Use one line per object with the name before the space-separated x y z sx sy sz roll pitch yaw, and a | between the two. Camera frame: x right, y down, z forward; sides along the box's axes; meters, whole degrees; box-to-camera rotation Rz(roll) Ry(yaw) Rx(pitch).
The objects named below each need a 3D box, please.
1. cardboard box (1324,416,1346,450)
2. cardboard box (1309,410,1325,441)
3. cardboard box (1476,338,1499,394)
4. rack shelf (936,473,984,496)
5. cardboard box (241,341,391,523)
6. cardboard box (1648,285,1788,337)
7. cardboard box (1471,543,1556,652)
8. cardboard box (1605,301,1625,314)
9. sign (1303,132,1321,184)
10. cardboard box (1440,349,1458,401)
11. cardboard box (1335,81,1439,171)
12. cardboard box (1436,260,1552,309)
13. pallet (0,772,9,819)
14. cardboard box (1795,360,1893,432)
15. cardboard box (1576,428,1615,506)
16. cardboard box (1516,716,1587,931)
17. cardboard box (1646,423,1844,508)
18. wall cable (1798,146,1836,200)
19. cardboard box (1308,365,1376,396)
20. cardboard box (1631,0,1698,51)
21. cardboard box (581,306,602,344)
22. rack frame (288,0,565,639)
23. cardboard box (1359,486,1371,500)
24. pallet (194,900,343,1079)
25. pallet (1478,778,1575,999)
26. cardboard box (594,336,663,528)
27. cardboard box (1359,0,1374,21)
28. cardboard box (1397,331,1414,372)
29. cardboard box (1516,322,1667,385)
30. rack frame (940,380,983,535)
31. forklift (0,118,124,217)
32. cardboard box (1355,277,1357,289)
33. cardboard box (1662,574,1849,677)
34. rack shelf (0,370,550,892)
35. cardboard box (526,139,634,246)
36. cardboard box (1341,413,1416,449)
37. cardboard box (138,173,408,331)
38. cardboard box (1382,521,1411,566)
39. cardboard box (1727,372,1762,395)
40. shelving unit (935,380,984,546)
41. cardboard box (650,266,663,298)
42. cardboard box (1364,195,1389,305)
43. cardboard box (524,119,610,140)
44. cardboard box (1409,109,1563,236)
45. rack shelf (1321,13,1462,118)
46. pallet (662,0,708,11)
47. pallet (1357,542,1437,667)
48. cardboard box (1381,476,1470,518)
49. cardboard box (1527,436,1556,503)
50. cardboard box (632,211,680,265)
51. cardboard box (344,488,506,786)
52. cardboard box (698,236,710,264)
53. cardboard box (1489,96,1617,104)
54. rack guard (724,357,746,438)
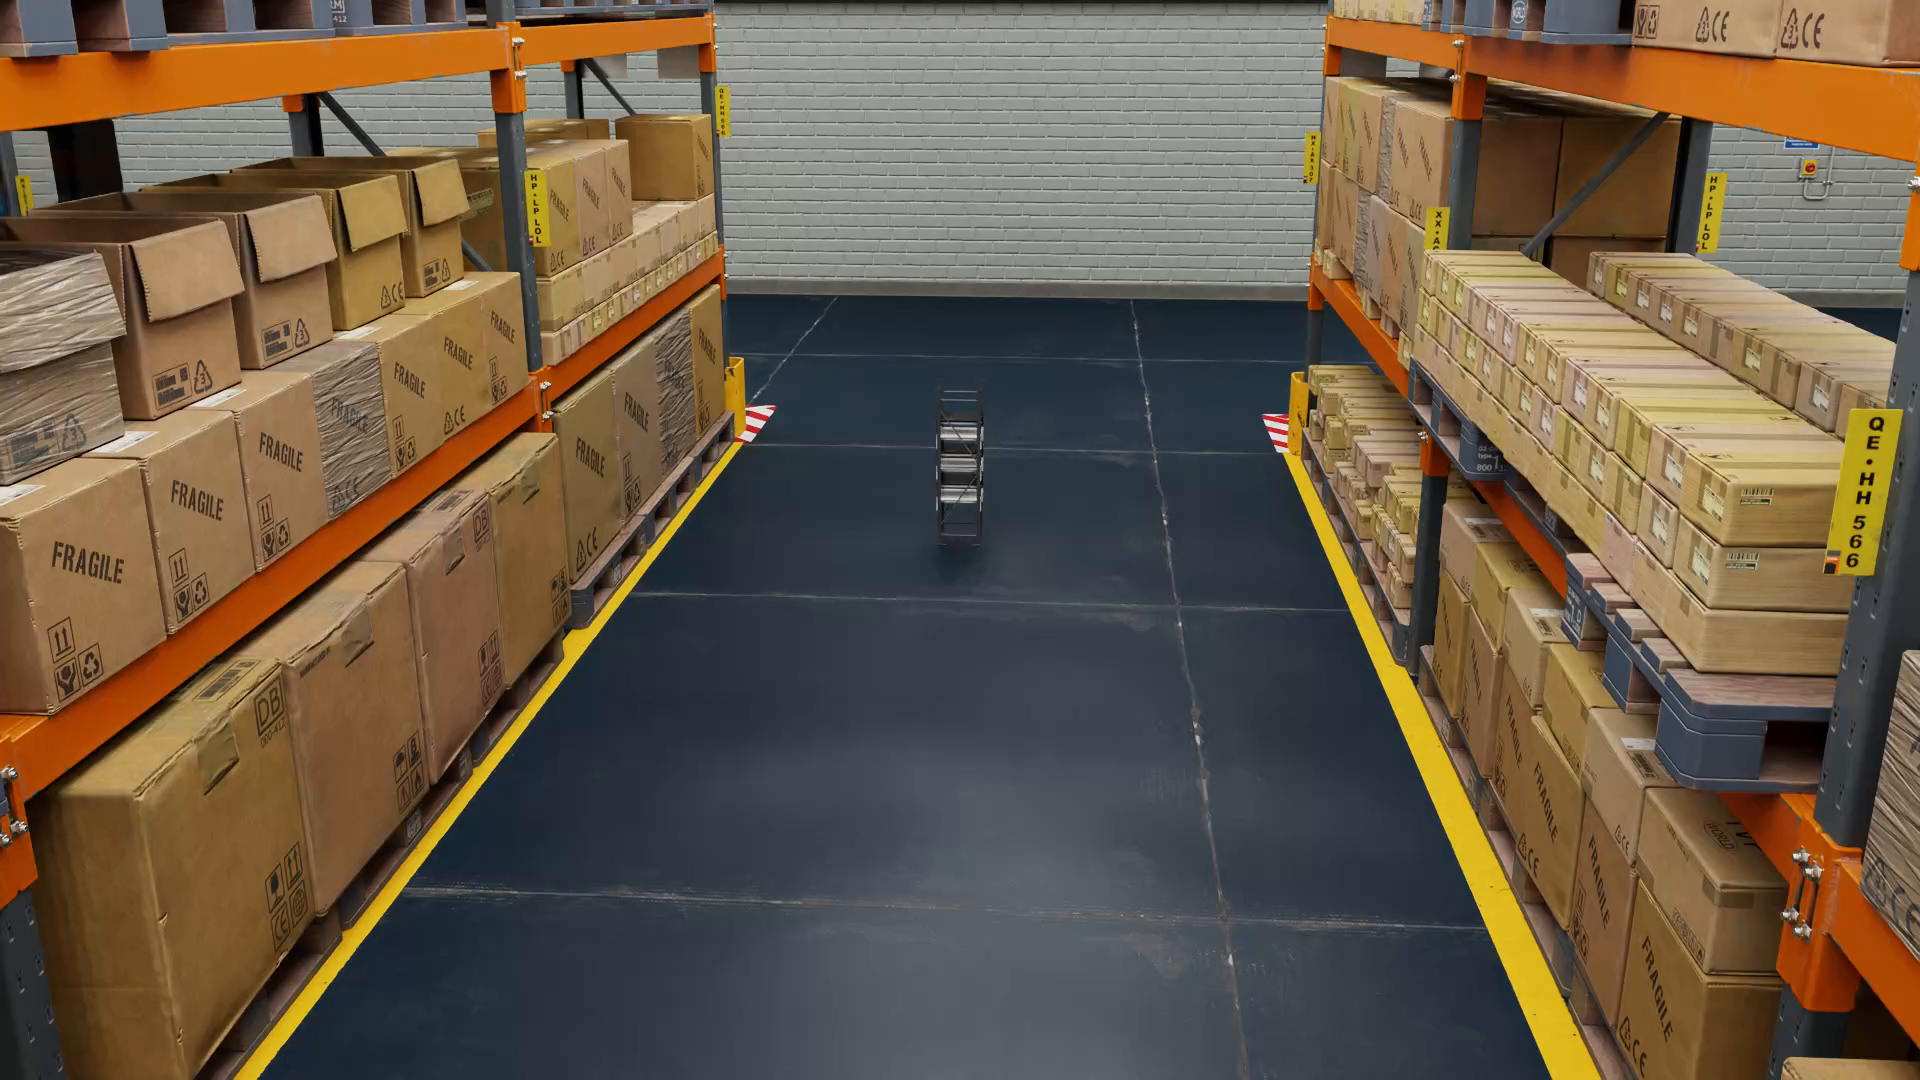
cardboard box | 2.398 -0.641 9.988 0.380 0.149 0.250 2 18 6
cardboard box | 2.467 -0.740 10.768 0.380 0.149 0.250 2 18 5
cardboard box | 1.980 -0.593 5.666 0.380 0.149 0.250 2 18 6
rack shelf | 0.001 -0.313 9.329 0.258 0.077 0.200 1 18 4
cardboard box | -2.278 -0.375 5.591 0.500 0.500 0.500 1 18 4
cardboard box | 2.646 -0.797 5.812 0.380 0.149 0.250 1 18 4
cardboard box | 2.185 0.212 6.093 0.500 0.250 0.500 2 18 5
cardboard box | 2.688 -0.820 6.360 0.380 0.149 0.250 1 18 4
sign | 2.283 -2.474 10.767 0.100 0.325 0.005 1 18 4
cardboard box | 2.014 -0.613 6.205 0.380 0.149 0.250 1 18 4
cardboard box | 2.497 -2.425 9.761 0.500 0.500 0.500 2 18 6
cardboard box | 2.036 -0.973 6.348 0.380 0.149 0.250 2 18 5
pallet | -2.634 0.607 3.063 1.213 0.211 1.003 1 18 4
cardboard box | 2.552 -0.394 4.583 0.380 0.149 0.250 2 18 6
cardboard box | 1.884 -0.194 4.448 0.380 0.149 0.250 1 18 4
cardboard box | 2.099 0.886 5.242 0.500 0.500 0.500 0 18 1
cardboard box | 1.848 -0.170 3.897 0.380 0.149 0.250 1 18 3
wall cable | 8.149 -4.221 15.806 0.585 1.953 0.123 1 18 4
cardboard box | 2.447 -1.023 10.677 0.380 0.149 0.250 0 18 1
cardboard box | 2.101 -1.533 4.306 0.500 0.500 0.500 1 18 4
cardboard box | -2.013 -1.079 8.303 0.380 0.149 0.250 2 18 6
rack frame | -2.403 -0.951 7.507 1.000 3.000 0.127 1 18 4
cardboard box | 2.385 -0.184 9.070 0.380 0.149 0.250 2 18 5
pallet | -2.558 1.374 4.892 1.003 0.211 1.213 1 18 4
pallet | 2.398 1.138 5.610 1.003 0.211 1.213 1 18 4
cardboard box | -2.211 -0.623 9.246 0.875 0.875 0.875 1 18 4
cardboard box | 2.471 -2.948 9.025 0.500 0.250 0.500 1 18 2
cardboard box | 2.234 -0.866 7.651 0.380 0.149 0.250 1 18 2
cardboard box | 1.943 -0.574 5.131 0.380 0.149 0.250 2 18 6
rack frame | 0.008 -0.462 9.387 0.240 0.900 0.006 1 18 4
forklift | -4.987 -1.223 8.450 1.130 2.935 3.031 3 18 8
cardboard box | 2.498 -1.509 9.613 0.380 0.149 0.250 1 18 3
cardboard box | 1.827 0.190 3.755 0.380 0.149 0.250 2 18 5
rack shelf | -2.546 0.012 5.723 1.077 0.370 4.000 1 18 4
cardboard box | -2.038 -1.835 8.764 0.500 0.500 0.500 1 18 2
cardboard box | 2.373 -0.614 9.428 0.380 0.149 0.250 2 18 5
cardboard box | -2.501 -1.063 6.080 0.797 0.503 0.637 1 18 5
cardboard box | 2.250 0.016 7.983 0.380 0.149 0.250 0 18 1
cardboard box | 2.592 -0.417 5.131 0.380 0.149 0.250 2 18 6
shelving unit | 0.001 -0.430 9.291 0.258 0.900 0.210 1 18 4
cardboard box | -1.923 -1.481 9.529 0.380 0.149 0.250 2 18 5
cardboard box | 2.365 -1.470 8.453 0.500 0.500 0.500 1 18 4
cardboard box | -2.456 -2.321 10.248 0.500 0.500 0.500 1 18 3
cardboard box | 2.301 -1.625 7.320 0.500 0.500 0.500 1 18 2
rack shelf | 2.680 -2.513 8.614 1.077 0.370 4.000 1 18 4
pallet | -2.159 -3.346 10.141 1.003 0.211 1.213 1 18 4
pallet | 2.550 0.307 8.147 1.003 0.211 1.213 1 18 4
cardboard box | 2.292 -0.210 8.195 0.380 0.149 0.250 1 18 3
cardboard box | 1.924 -0.208 4.970 0.380 0.149 0.250 2 18 6
cardboard box | -1.959 -1.791 9.835 0.500 0.250 0.500 1 18 2
cardboard box | -2.492 0.336 6.317 1.225 0.875 0.875 1 18 2
cardboard box | -1.830 -1.875 10.731 0.380 0.149 0.250 1 18 4
cardboard box | 2.901 -1.924 8.235 0.500 0.500 0.500 2 18 5
rack guard | -2.114 -1.013 11.710 1.175 0.500 0.348 1 18 4
